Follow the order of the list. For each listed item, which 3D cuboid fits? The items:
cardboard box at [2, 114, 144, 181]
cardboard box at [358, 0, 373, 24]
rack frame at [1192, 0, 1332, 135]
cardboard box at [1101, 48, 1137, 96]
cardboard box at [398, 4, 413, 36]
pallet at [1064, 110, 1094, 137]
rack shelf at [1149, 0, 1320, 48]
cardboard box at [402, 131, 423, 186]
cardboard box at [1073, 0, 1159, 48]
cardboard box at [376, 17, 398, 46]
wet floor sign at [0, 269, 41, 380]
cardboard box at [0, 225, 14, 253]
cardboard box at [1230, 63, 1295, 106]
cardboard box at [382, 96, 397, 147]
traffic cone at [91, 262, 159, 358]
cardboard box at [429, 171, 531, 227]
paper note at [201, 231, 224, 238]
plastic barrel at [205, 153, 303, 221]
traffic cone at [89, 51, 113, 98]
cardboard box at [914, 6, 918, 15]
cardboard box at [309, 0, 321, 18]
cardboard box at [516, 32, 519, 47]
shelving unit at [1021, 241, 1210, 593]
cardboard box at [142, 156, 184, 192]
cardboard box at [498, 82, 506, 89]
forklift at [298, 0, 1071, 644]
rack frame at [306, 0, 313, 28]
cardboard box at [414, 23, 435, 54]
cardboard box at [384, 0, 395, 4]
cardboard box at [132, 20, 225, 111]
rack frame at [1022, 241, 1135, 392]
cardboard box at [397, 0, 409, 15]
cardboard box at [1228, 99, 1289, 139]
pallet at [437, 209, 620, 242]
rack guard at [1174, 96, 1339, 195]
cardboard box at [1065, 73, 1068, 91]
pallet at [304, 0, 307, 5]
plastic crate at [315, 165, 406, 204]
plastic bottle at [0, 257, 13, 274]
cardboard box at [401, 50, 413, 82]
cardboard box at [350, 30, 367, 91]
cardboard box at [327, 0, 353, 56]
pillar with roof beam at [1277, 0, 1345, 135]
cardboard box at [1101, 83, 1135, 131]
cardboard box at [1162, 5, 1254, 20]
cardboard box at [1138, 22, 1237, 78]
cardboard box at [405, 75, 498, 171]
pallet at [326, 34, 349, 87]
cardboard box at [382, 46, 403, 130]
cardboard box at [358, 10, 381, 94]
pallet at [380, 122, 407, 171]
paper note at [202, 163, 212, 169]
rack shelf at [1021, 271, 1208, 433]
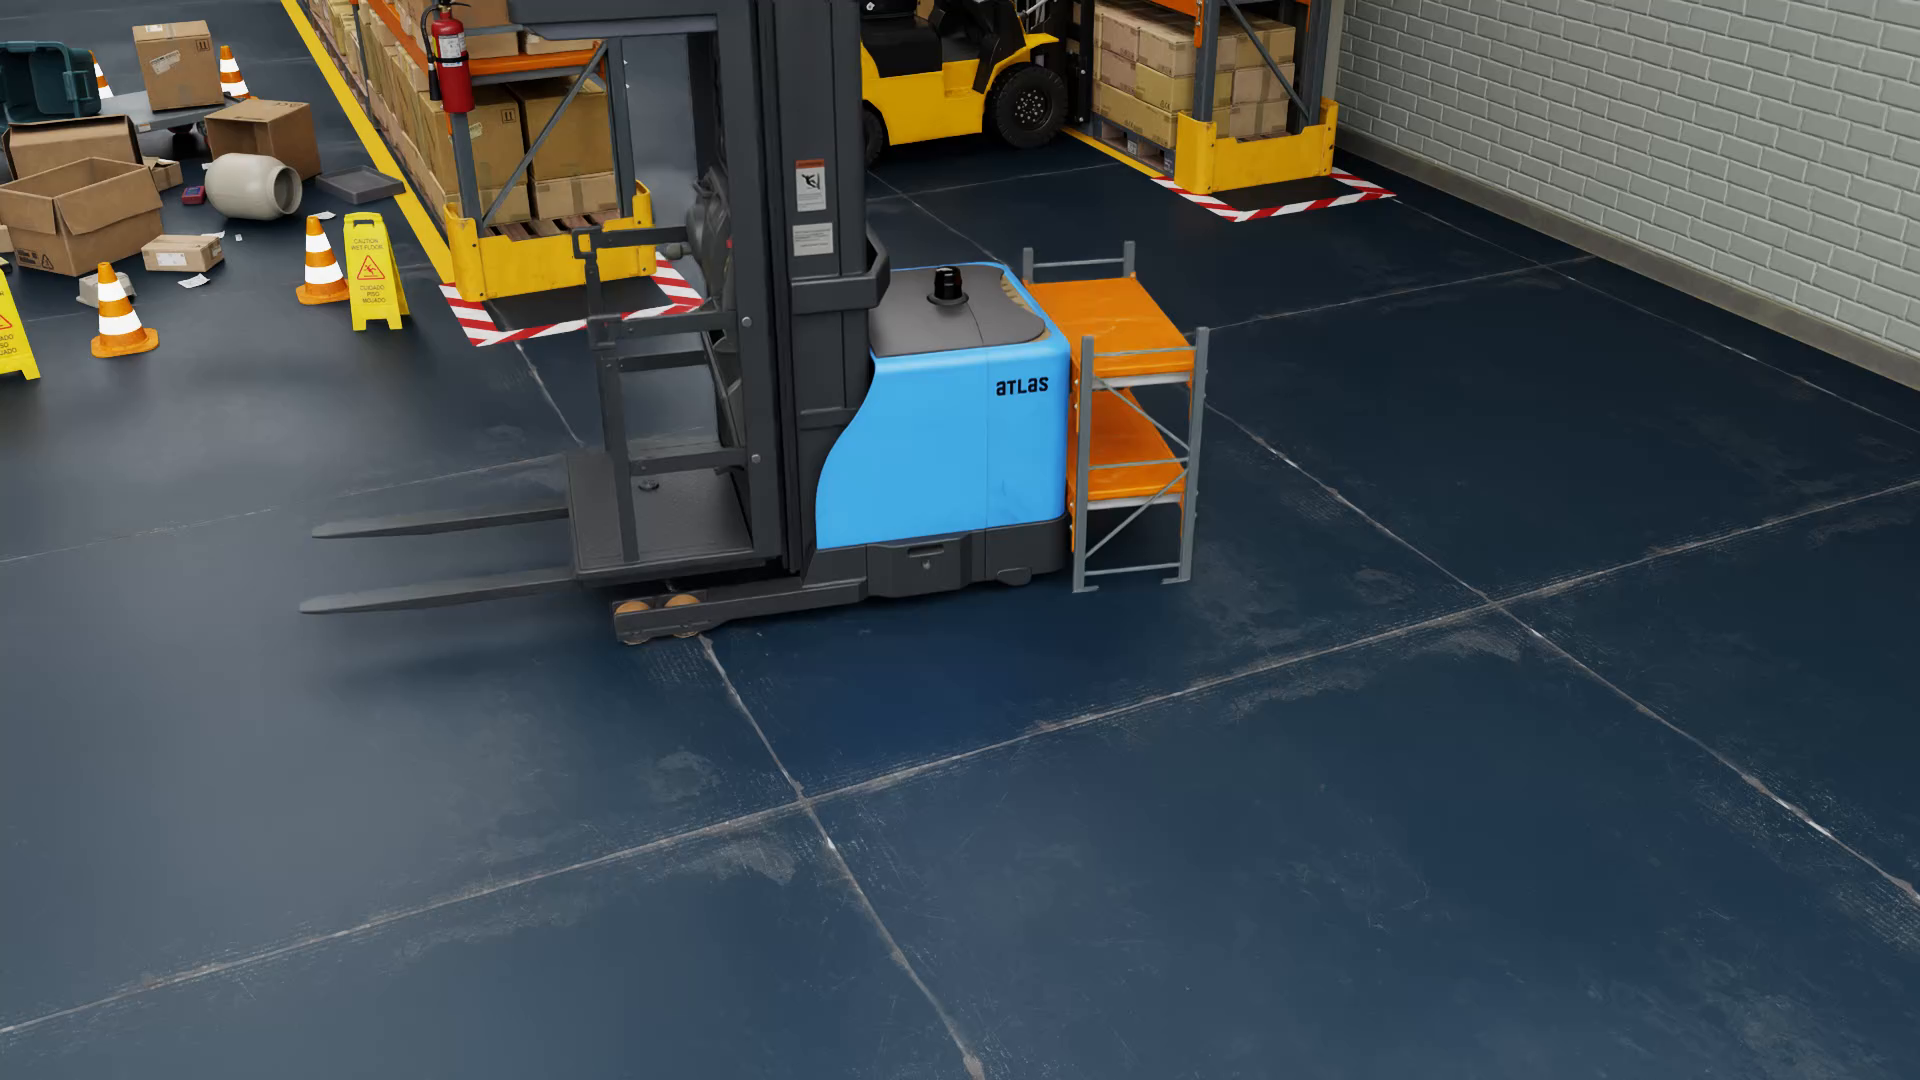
[{"bbox_3d":[-5.852,-2.481,11.021,0.797,0.637,0.503,-13,32,-22],"label":"cardboard box"},{"bbox_3d":[-4.110,-3.831,11.967,0.380,0.149,0.250,-13,32,-21],"label":"cardboard box"},{"bbox_3d":[2.079,-3.899,11.136,1.000,3.000,0.127,-13,32,-22],"label":"rack frame"},{"bbox_3d":[1.382,-3.474,12.249,0.500,0.250,0.500,-13,32,-22],"label":"cardboard box"},{"bbox_3d":[-3.193,-3.180,10.110,0.380,0.149,0.250,-13,32,-21],"label":"cardboard box"},{"bbox_3d":[1.193,-3.550,13.365,1.003,0.211,1.213,-13,32,-22],"label":"pallet"},{"bbox_3d":[1.221,-4.469,12.888,1.077,0.370,4.000,-13,32,-22],"label":"rack shelf"},{"bbox_3d":[-3.437,-2.600,11.202,0.500,0.250,0.500,-14,32,-24],"label":"cardboard box"},{"bbox_3d":[1.150,-3.902,12.501,0.500,0.250,0.500,-13,32,-21],"label":"cardboard box"},{"bbox_3d":[-3.770,-3.486,11.352,0.380,0.149,0.250,-11,31,-19],"label":"cardboard box"},{"bbox_3d":[-5.029,-1.147,8.636,0.267,0.644,0.232,-19,35,-30],"label":"wet floor sign"},{"bbox_3d":[-6.145,-1.973,10.497,0.396,0.266,0.258,-8,30,-13],"label":"cardboard box"},{"bbox_3d":[2.065,-3.352,12.032,0.500,0.250,0.500,-12,32,-21],"label":"cardboard box"},{"bbox_3d":[-3.871,-3.055,12.013,0.500,0.250,0.500,-11,31,-19],"label":"cardboard box"},{"bbox_3d":[-4.608,-1.284,9.068,0.336,0.463,0.334,-13,32,-22],"label":"traffic cone"},{"bbox_3d":[-3.002,-2.150,10.400,0.500,0.250,0.500,-13,32,-22],"label":"cardboard box"},{"bbox_3d":[-4.835,-1.961,10.728,0.148,0.019,0.142,-3,29,-5],"label":"paper note"},{"bbox_3d":[-4.656,-2.326,10.965,0.512,0.421,0.421,7,30,13],"label":"plastic barrel"},{"bbox_3d":[-6.944,-3.688,13.353,0.336,0.463,0.334,-13,32,-22],"label":"traffic cone"},{"bbox_3d":[-0.198,-5.386,15.787,0.875,0.625,0.625,-13,32,-22],"label":"cardboard box"},{"bbox_3d":[-5.603,-5.174,15.668,0.950,0.372,0.625,-15,33,-25],"label":"cardboard box"},{"bbox_3d":[-2.482,-3.048,9.875,0.380,0.149,0.250,-13,32,-21],"label":"cardboard box"},{"bbox_3d":[0.615,-0.547,7.075,0.538,1.125,1.048,-5,30,-10],"label":"shelving unit"},{"bbox_3d":[-5.708,-2.619,11.649,0.396,0.266,0.258,13,32,21],"label":"cardboard box"},{"bbox_3d":[-2.738,-2.821,10.829,0.500,0.500,0.500,-14,32,-24],"label":"cardboard box"},{"bbox_3d":[-1.128,-1.156,6.314,3.031,2.935,1.130,-7,30,-13],"label":"forklift"},{"bbox_3d":[-5.837,-6.389,15.577,1.000,3.000,0.127,-13,32,-22],"label":"rack frame"},{"bbox_3d":[-2.965,-2.954,9.709,0.380,0.149,0.250,-13,32,-23],"label":"cardboard box"},{"bbox_3d":[-3.600,-3.634,10.920,0.380,0.149,0.250,-13,32,-22],"label":"cardboard box"},{"bbox_3d":[-5.714,-3.475,12.162,0.500,0.500,0.500,-13,32,-22],"label":"cardboard box"},{"bbox_3d":[0.518,-0.791,7.511,0.500,1.125,0.032,-5,30,-10],"label":"rack frame"},{"bbox_3d":[-3.095,-3.433,9.898,0.500,0.500,0.500,-13,32,-22],"label":"cardboard box"},{"bbox_3d":[2.045,-3.141,12.166,0.500,0.250,0.500,-13,32,-22],"label":"cardboard box"},{"bbox_3d":[-2.752,-2.039,10.670,1.003,0.211,1.213,-13,32,-22],"label":"pallet"},{"bbox_3d":[2.090,-2.798,11.729,1.175,0.500,0.348,-13,32,-22],"label":"rack guard"},{"bbox_3d":[0.937,-3.693,13.152,0.500,0.250,0.500,-12,31,-20],"label":"cardboard box"},{"bbox_3d":[-6.107,-5.537,16.908,1.003,0.211,1.213,-13,32,-22],"label":"pallet"},{"bbox_3d":[-4.186,-2.483,11.596,0.583,0.080,0.402,26,38,38],"label":"plastic crate"},{"bbox_3d":[-5.936,-1.691,10.202,0.283,0.061,0.133,26,38,38],"label":"plastic bottle"},{"bbox_3d":[-3.305,-3.008,10.499,0.380,0.149,0.250,-13,32,-21],"label":"cardboard box"},{"bbox_3d":[-4.347,-3.890,13.378,0.950,0.372,0.625,-13,32,-21],"label":"cardboard box"},{"bbox_3d":[-4.958,-4.514,14.490,0.950,0.372,0.625,-12,31,-20],"label":"cardboard box"},{"bbox_3d":[-1.294,-6.109,8.943,9.100,9.000,0.400,-13,32,-22],"label":"pillar with roof beam"},{"bbox_3d":[1.387,-3.246,12.353,0.500,0.250,0.500,-13,32,-22],"label":"cardboard box"},{"bbox_3d":[1.826,-3.791,12.303,0.500,0.250,0.500,-13,32,-22],"label":"cardboard box"},{"bbox_3d":[1.600,-3.457,11.708,0.500,0.250,0.500,-12,31,-20],"label":"cardboard box"},{"bbox_3d":[-3.209,-2.695,10.605,0.500,0.500,0.500,-12,31,-20],"label":"cardboard box"},{"bbox_3d":[-4.983,-4.289,14.683,1.003,0.211,1.213,-13,32,-22],"label":"pallet"},{"bbox_3d":[-3.648,-3.152,11.420,0.500,0.500,0.500,-11,31,-19],"label":"cardboard box"},{"bbox_3d":[-4.110,-3.616,12.246,0.500,0.500,0.500,-12,31,-20],"label":"cardboard box"},{"bbox_3d":[-3.799,-3.117,12.592,1.003,0.211,1.213,-13,32,-22],"label":"pallet"},{"bbox_3d":[-5.433,-2.735,12.096,0.148,0.019,0.142,-13,32,-22],"label":"paper note"},{"bbox_3d":[0.615,-0.802,6.932,0.538,0.278,1.000,-5,30,-10],"label":"rack shelf"}]
